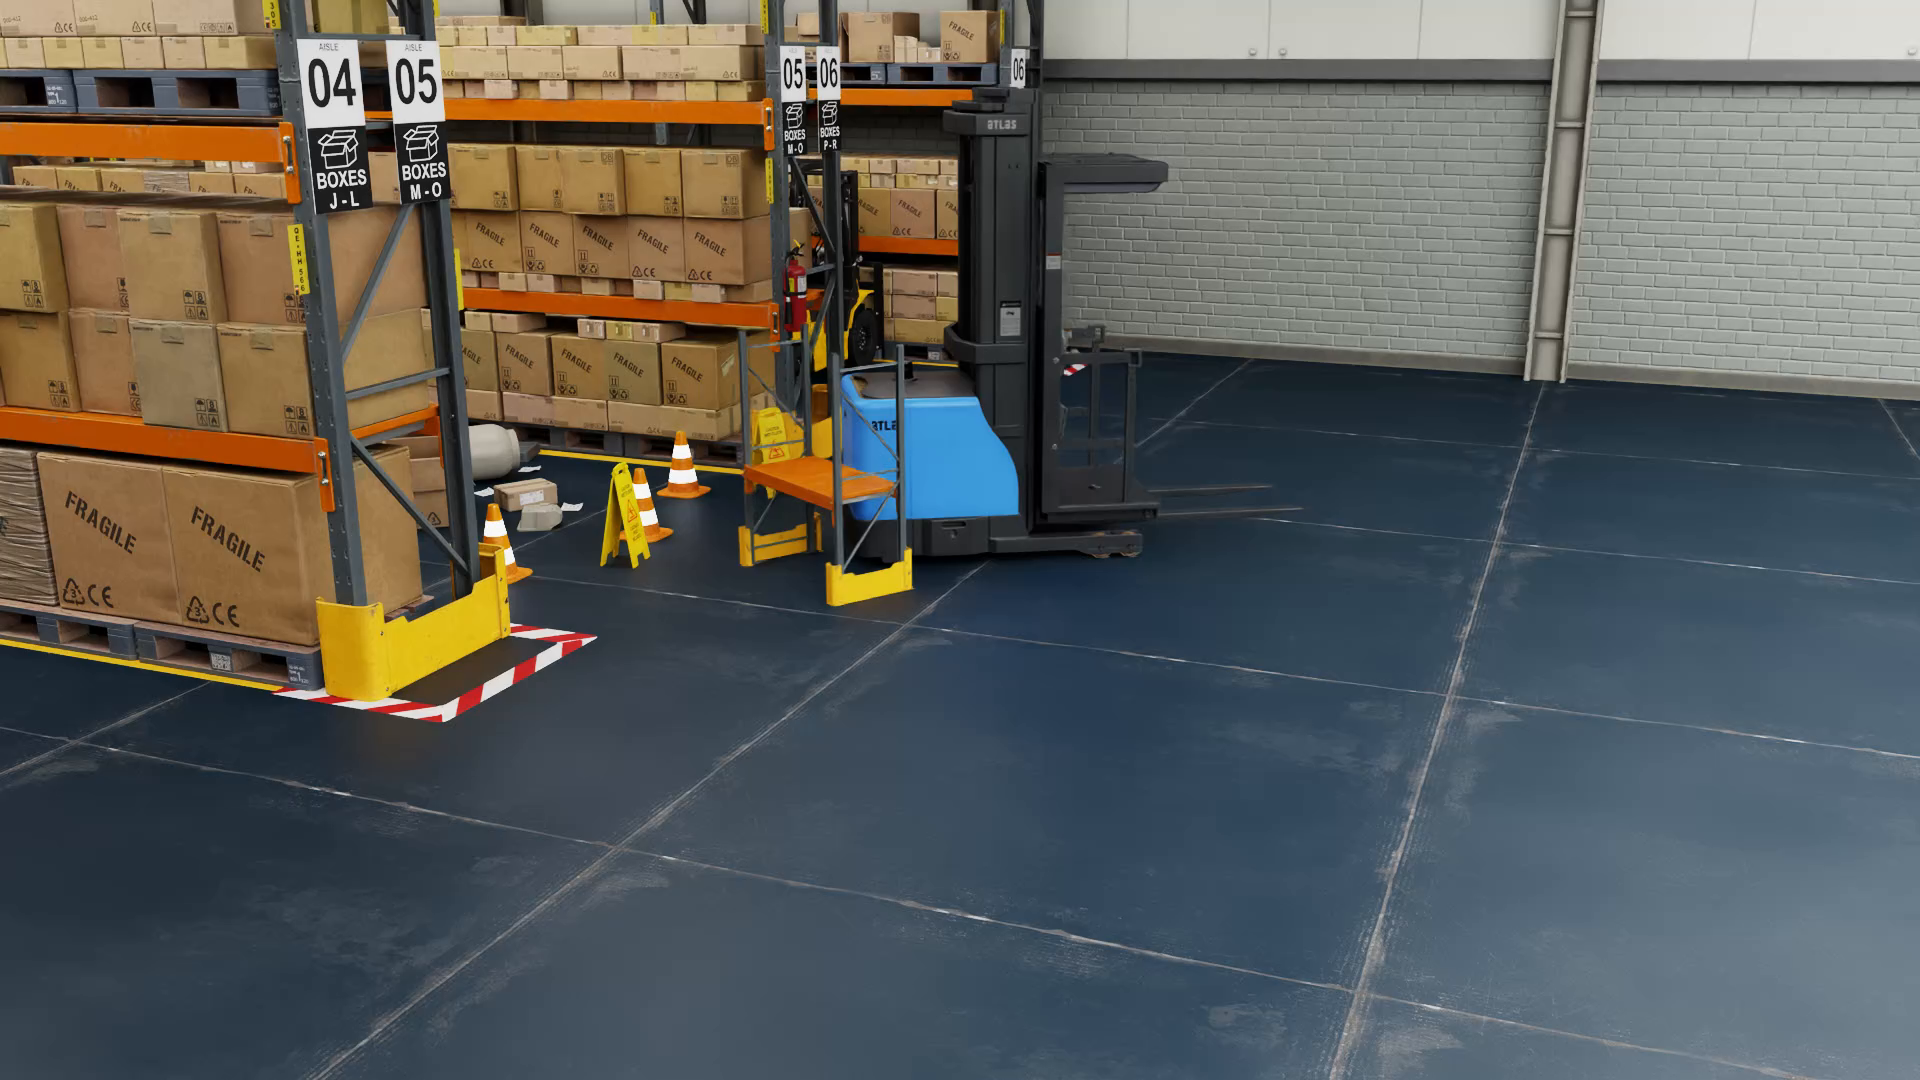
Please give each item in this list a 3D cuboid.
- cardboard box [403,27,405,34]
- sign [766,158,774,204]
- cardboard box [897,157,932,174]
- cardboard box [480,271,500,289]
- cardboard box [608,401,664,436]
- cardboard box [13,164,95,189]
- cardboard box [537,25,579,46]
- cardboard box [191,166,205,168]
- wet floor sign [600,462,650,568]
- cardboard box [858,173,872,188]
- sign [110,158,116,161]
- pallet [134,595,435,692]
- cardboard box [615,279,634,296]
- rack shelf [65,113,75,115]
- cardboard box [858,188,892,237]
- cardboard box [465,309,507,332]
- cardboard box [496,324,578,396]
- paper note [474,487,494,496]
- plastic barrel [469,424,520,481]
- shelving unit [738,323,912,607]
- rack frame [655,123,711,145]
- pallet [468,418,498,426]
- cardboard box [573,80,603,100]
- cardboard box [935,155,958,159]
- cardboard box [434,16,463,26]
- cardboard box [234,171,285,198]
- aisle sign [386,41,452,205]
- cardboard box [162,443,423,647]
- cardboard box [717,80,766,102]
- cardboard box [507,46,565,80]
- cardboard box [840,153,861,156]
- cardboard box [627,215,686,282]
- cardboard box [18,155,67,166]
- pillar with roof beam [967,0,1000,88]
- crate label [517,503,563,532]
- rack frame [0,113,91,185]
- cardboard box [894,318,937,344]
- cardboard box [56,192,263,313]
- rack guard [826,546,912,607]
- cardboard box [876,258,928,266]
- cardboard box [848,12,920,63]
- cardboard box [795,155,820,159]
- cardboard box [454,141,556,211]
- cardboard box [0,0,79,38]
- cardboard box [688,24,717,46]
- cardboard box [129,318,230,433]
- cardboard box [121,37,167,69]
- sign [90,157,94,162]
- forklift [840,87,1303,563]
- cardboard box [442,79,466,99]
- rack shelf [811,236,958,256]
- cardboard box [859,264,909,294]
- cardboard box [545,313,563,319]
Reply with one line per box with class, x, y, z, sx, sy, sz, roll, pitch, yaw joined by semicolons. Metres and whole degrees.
cardboard box;-4.237;-4.033;13.325;0.250;0.149;0.380;6;17;19
sign;-1.406;-2.652;12.285;0.005;0.325;0.100;6;17;21
cardboard box;-0.475;-3.940;17.488;0.250;0.149;0.380;6;17;21
cardboard box;-3.740;-2.174;13.733;0.250;0.149;0.380;6;17;20
cardboard box;-2.513;-1.035;13.538;0.500;0.250;0.500;6;17;21
cardboard box;-8.292;-3.191;15.319;0.500;0.500;0.500;6;17;19
cardboard box;-3.046;-3.895;12.851;0.250;0.149;0.380;7;18;22
cardboard box;-6.639;-3.165;15.230;0.500;0.500;0.500;6;17;18
wet floor sign;-2.153;-0.172;10.608;0.232;0.644;0.267;3;17;11
cardboard box;-0.994;-3.821;17.613;0.250;0.149;0.380;6;17;21
sign;-10.721;-4.876;21.035;0.005;0.325;0.100;6;17;21
pallet;-3.678;0.486;9.122;1.213;0.211;1.003;6;17;21
cardboard box;-2.554;-2.058;13.334;0.250;0.149;0.380;7;17;21
rack shelf;-10.486;-4.204;16.185;4.000;0.370;1.077;6;17;21
cardboard box;-0.876;-3.512;17.711;0.500;0.500;0.500;6;17;20
cardboard box;-3.882;-1.837;13.792;0.250;0.149;0.380;7;18;23
cardboard box;-3.471;-1.501;13.798;0.500;0.500;0.500;7;18;24
paper note;-3.529;-0.361;12.383;0.142;0.019;0.148;14;21;40
plastic barrel;-3.661;-0.668;12.714;0.512;0.421;0.421;-9;18;-27
shelving unit;-0.851;-0.494;10.182;0.587;1.500;1.083;-12;20;-36
rack frame;-3.087;-3.783;18.825;0.127;3.000;1.000;6;17;21
pallet;-4.267;-1.097;14.573;1.213;0.211;1.003;6;17;21
cardboard box;-2.799;-3.508;12.948;0.250;0.149;0.380;6;17;19
cardboard box;-0.082;-4.025;17.781;0.250;0.149;0.380;7;17;22
cardboard box;-5.717;-5.767;19.168;0.500;0.500;0.700;6;17;20
cardboard box;-5.880;-2.926;14.406;0.500;0.500;0.500;6;17;21
aisle sign;-2.730;-2.111;8.402;0.004;0.787;0.394;6;17;21
cardboard box;-3.561;-0.026;8.939;0.875;0.875;0.875;6;17;21
cardboard box;-1.618;-3.370;12.472;0.250;0.149;0.380;6;17;21
cardboard box;-3.181;-3.735;13.013;0.500;0.250;0.500;6;17;21
cardboard box;-1.276;-4.158;18.239;0.250;0.149;0.380;7;18;22
cardboard box;-2.254;-2.313;13.050;0.500;0.500;0.500;6;17;21
cardboard box;-8.995;-3.547;16.037;0.500;0.500;0.500;6;17;19
pillar with roof beam;-1.263;-5.443;13.783;0.400;9.000;9.100;6;17;21
crate label;-2.902;-0.162;11.488;0.298;0.136;0.250;-2;16;-8
rack frame;-8.626;-2.905;15.798;0.127;3.000;1.000;6;17;21
cardboard box;-0.378;-2.275;17.807;0.500;0.250;0.500;6;17;21
cardboard box;-4.254;-1.555;8.946;0.550;0.550;0.875;6;17;21
rack guard;-0.543;0.216;9.980;0.587;0.250;0.087;-12;20;-36
cardboard box;-0.671;-2.938;18.298;0.500;0.250;0.500;6;17;20
cardboard box;-0.783;-5.225;17.299;0.500;0.500;0.700;6;17;21
cardboard box;-1.672;-4.065;17.918;0.250;0.149;0.380;6;17;20
cardboard box;-3.651;-2.949;13.445;0.500;0.500;0.700;6;17;19
cardboard box;-4.395;-2.634;8.288;0.500;0.250;0.500;6;17;20
cardboard box;-1.832;-3.783;12.466;0.250;0.149;0.380;7;17;22
cardboard box;-3.787;-0.941;8.765;0.550;0.550;0.875;6;17;21
cardboard box;-3.813;-2.360;8.060;0.250;0.149;0.380;7;17;21
sign;-8.435;-3.564;16.136;0.005;0.325;0.100;6;17;21
forklift;0.745;-1.431;10.844;3.031;2.935;1.130;-2;16;-8
cardboard box;-3.992;-3.646;13.422;0.250;0.149;0.380;7;18;22
rack shelf;-1.226;-3.233;18.220;4.000;0.370;1.077;6;17;21
cardboard box;-0.859;-2.801;17.828;0.500;0.250;0.500;7;17;21
cardboard box;-3.782;-1.694;14.463;0.500;0.500;0.500;7;17;22
